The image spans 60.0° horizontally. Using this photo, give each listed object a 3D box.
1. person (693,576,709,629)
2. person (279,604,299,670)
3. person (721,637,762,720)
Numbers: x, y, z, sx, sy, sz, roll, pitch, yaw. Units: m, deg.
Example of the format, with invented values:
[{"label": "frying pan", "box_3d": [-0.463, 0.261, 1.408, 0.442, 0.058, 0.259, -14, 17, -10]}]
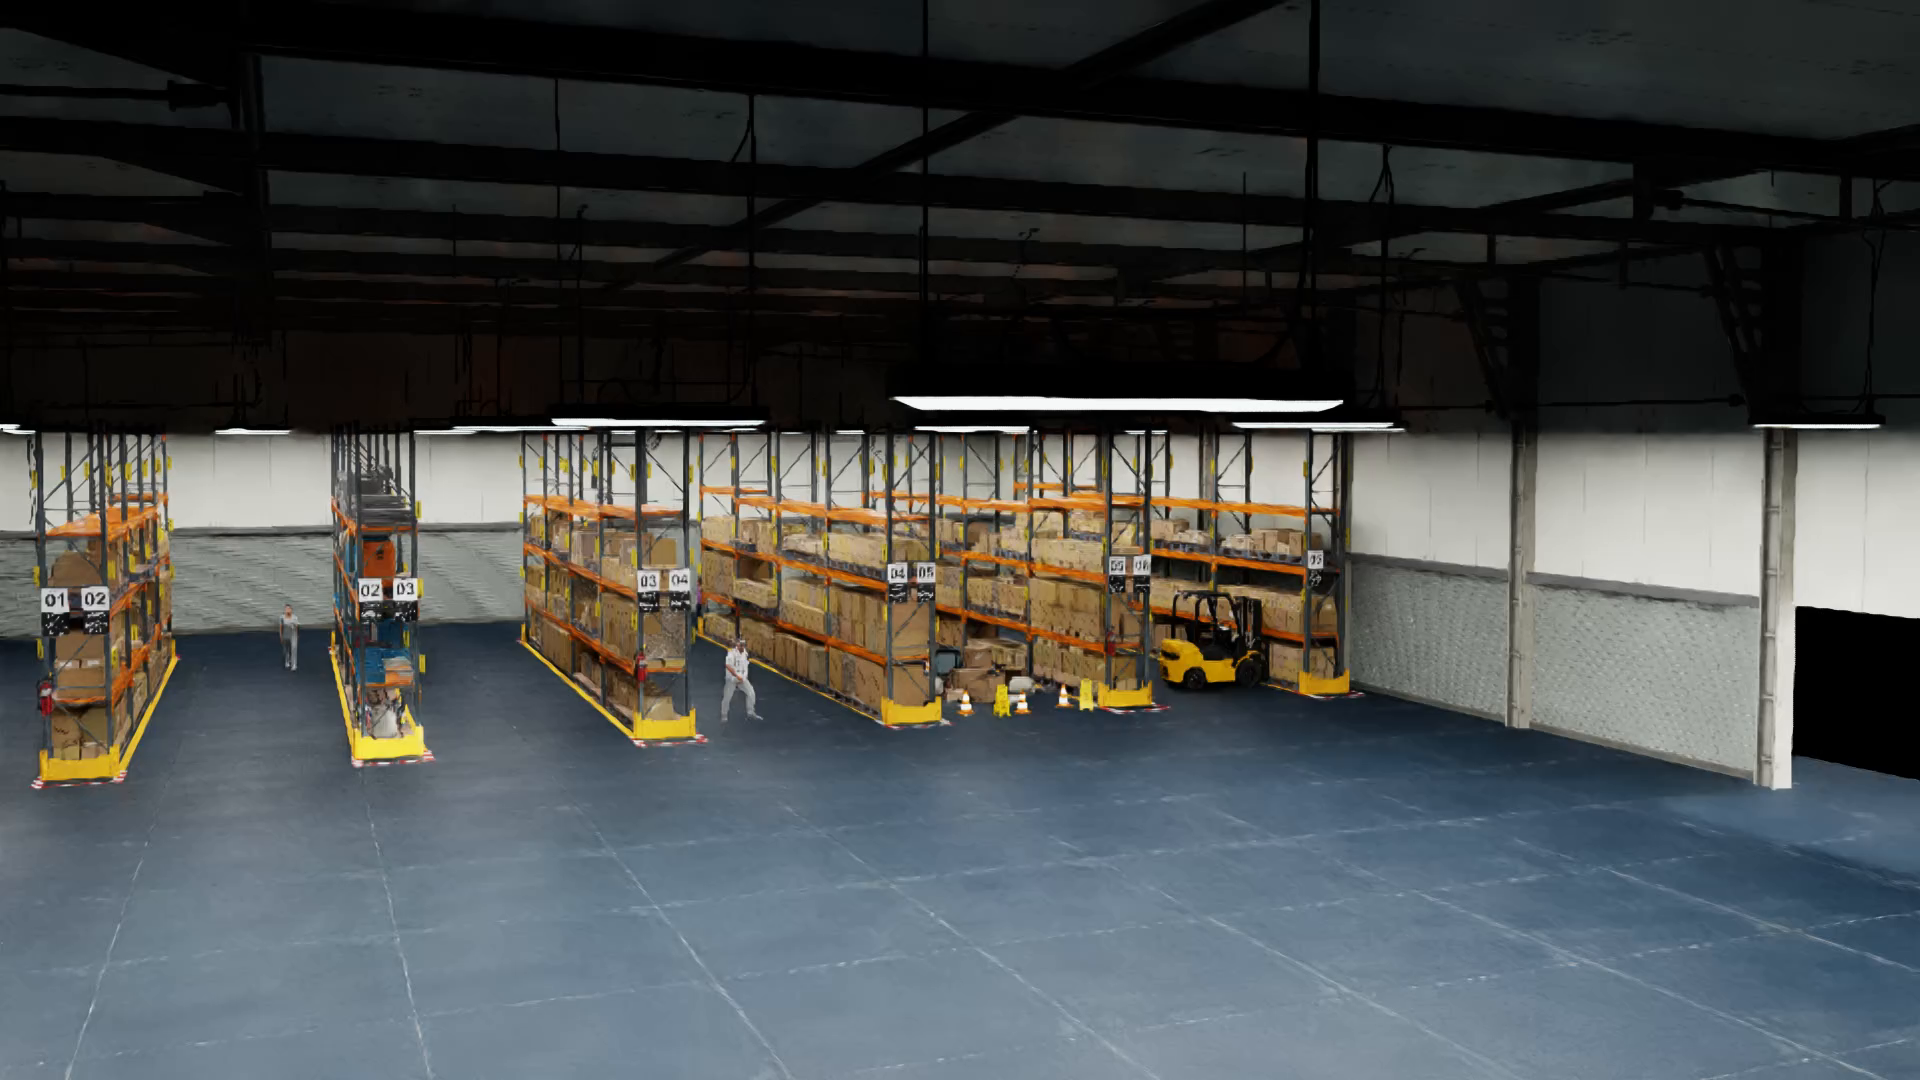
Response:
[{"label": "person", "box_3d": [-7.637, 1.856, 49.078, 0.522, 1.573, 0.626, 2, 4, 34]}, {"label": "person", "box_3d": [-16.479, 2.361, 40.813, 0.446, 1.590, 1.110, -1, 4, -20]}, {"label": "person", "box_3d": [-4.465, 2.781, 33.430, 0.679, 1.700, 0.767, -3, 5, -43]}]
